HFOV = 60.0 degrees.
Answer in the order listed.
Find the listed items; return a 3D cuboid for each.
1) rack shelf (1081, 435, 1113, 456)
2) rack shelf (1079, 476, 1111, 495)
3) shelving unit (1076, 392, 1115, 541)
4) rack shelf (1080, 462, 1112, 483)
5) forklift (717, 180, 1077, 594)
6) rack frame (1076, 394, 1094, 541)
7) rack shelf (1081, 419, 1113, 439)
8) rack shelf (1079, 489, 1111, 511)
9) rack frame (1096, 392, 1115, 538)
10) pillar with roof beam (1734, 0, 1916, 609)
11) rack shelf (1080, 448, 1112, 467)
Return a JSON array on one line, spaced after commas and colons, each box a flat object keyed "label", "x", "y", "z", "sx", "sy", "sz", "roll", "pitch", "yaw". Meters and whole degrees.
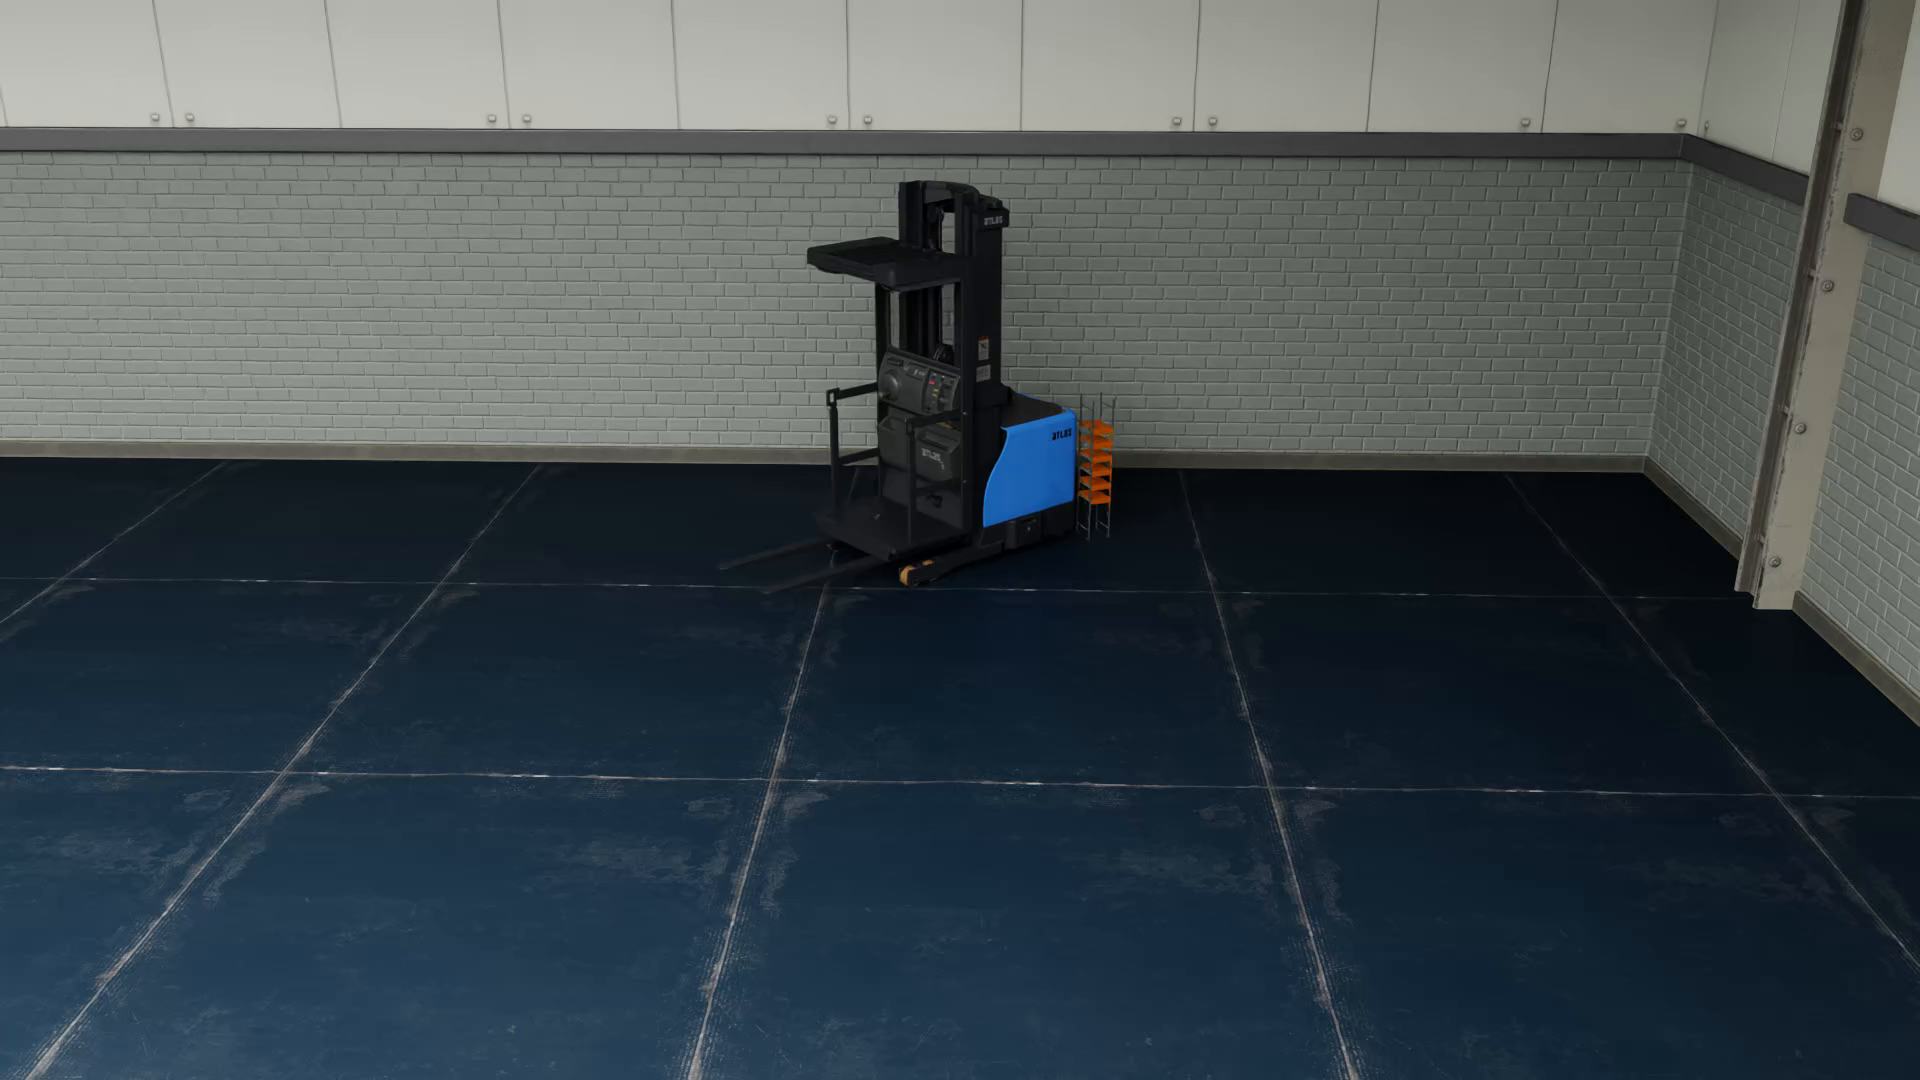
[{"label": "rack shelf", "x": 1.115, "y": -0.788, "z": 13.654, "sx": 0.180, "sy": 0.103, "sz": 0.258, "roll": -8, "pitch": 23, "yaw": -21}, {"label": "rack shelf", "x": 1.113, "y": -0.453, "z": 13.783, "sx": 0.180, "sy": 0.103, "sz": 0.258, "roll": -8, "pitch": 23, "yaw": -21}, {"label": "shelving unit", "x": 1.114, "y": -0.606, "z": 13.724, "sx": 0.189, "sy": 1.200, "sz": 0.258, "roll": -8, "pitch": 23, "yaw": -21}, {"label": "rack shelf", "x": 1.114, "y": -0.564, "z": 13.740, "sx": 0.180, "sy": 0.103, "sz": 0.258, "roll": -8, "pitch": 23, "yaw": -21}, {"label": "forklift", "x": -0.483, "y": -1.212, "z": 12.895, "sx": 3.031, "sy": 2.935, "sz": 1.130, "roll": -17, "pitch": 27, "yaw": -37}, {"label": "rack frame", "x": 1.029, "y": -0.594, "z": 13.691, "sx": 0.006, "sy": 1.200, "sz": 0.240, "roll": -8, "pitch": 23, "yaw": -21}, {"label": "rack shelf", "x": 1.115, "y": -0.900, "z": 13.610, "sx": 0.180, "sy": 0.103, "sz": 0.258, "roll": -8, "pitch": 23, "yaw": -21}, {"label": "rack shelf", "x": 1.113, "y": -0.341, "z": 13.826, "sx": 0.180, "sy": 0.103, "sz": 0.258, "roll": -8, "pitch": 23, "yaw": -21}, {"label": "rack frame", "x": 1.199, "y": -0.618, "z": 13.757, "sx": 0.006, "sy": 1.200, "sz": 0.240, "roll": -8, "pitch": 23, "yaw": -21}, {"label": "pillar with roof beam", "x": 1.827, "y": -3.795, "z": 11.162, "sx": 9.100, "sy": 9.000, "sz": 0.400, "roll": 1, "pitch": 21, "yaw": 2}, {"label": "rack shelf", "x": 1.114, "y": -0.676, "z": 13.697, "sx": 0.180, "sy": 0.103, "sz": 0.258, "roll": -8, "pitch": 23, "yaw": -21}]
